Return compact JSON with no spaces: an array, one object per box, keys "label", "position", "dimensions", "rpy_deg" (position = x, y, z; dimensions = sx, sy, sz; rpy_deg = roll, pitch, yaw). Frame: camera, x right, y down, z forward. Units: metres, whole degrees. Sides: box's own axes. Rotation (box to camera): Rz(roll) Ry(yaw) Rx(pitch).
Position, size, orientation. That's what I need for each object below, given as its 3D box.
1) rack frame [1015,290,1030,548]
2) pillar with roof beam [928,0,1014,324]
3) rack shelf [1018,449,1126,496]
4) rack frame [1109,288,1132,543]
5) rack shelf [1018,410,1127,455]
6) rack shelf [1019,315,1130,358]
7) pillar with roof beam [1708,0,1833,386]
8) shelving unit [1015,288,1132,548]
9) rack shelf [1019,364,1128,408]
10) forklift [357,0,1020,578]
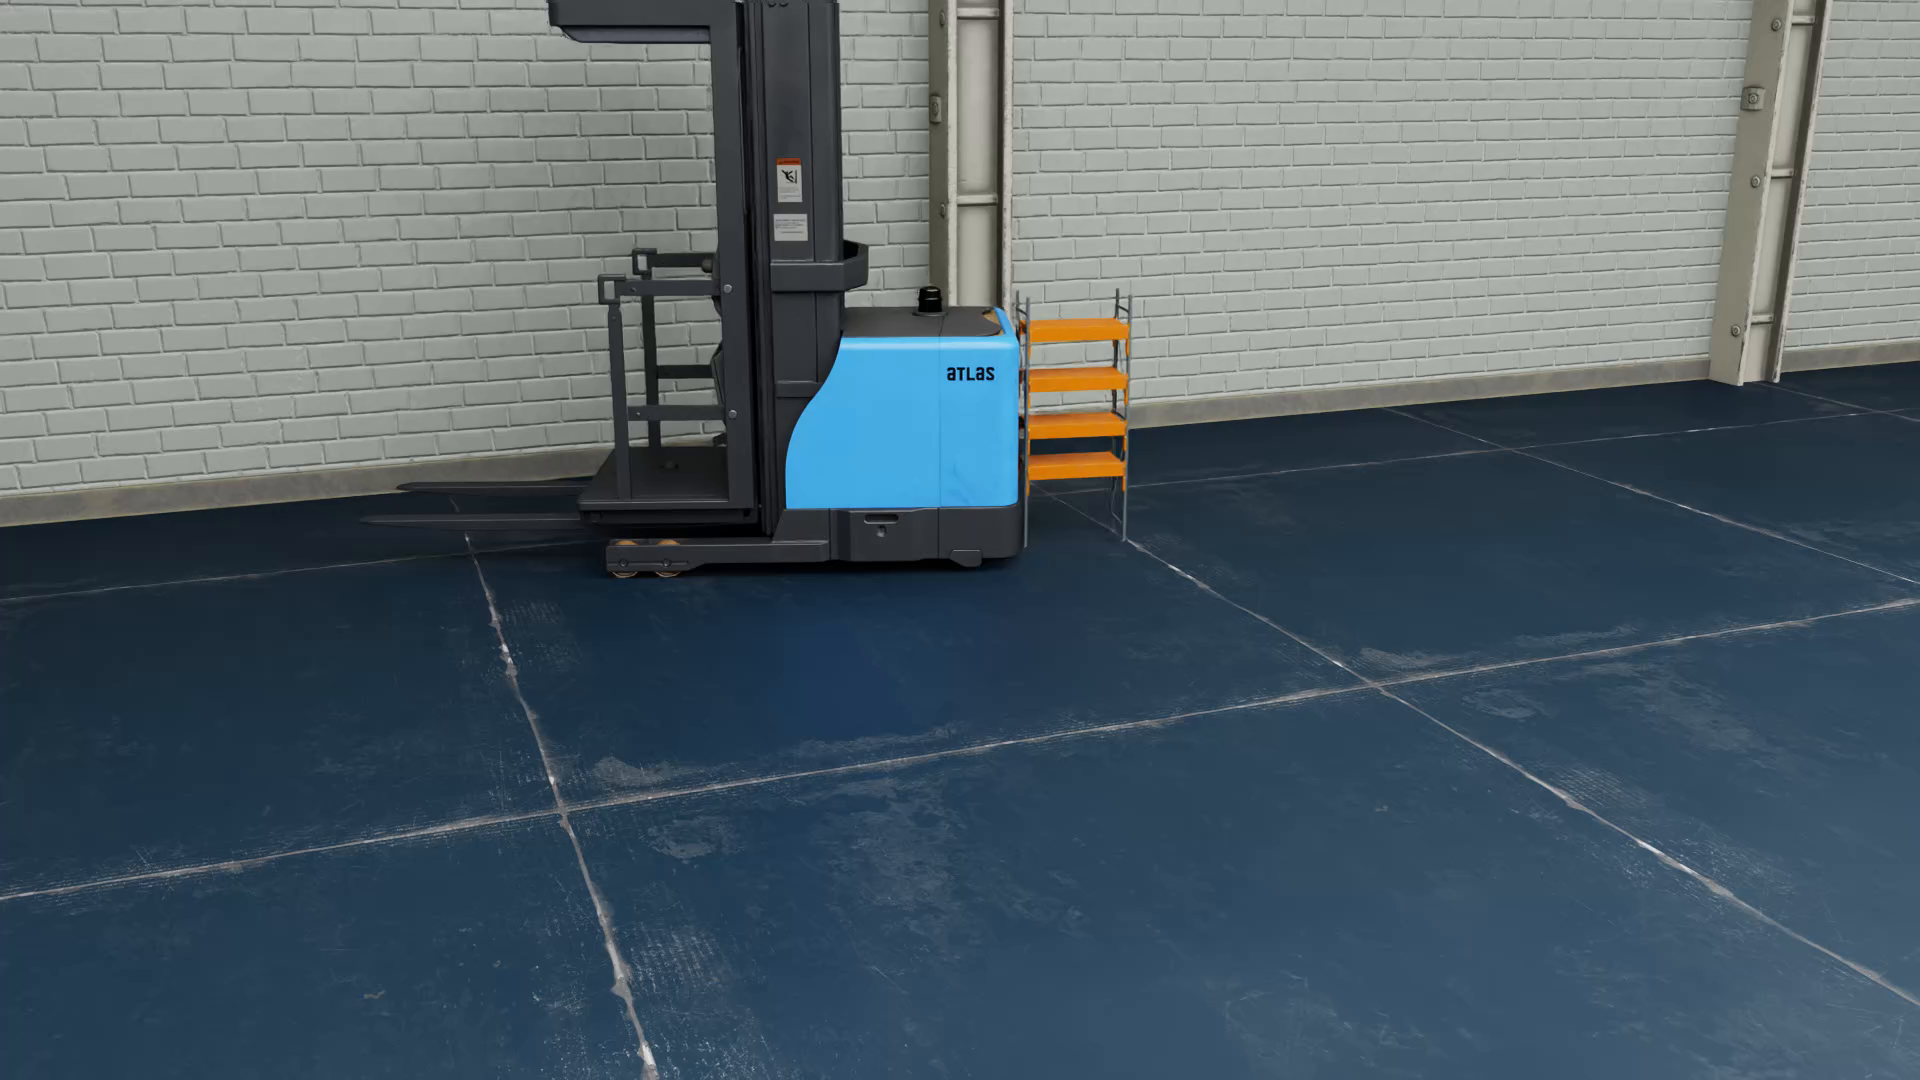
[{"label":"rack frame","position":[0.292,-0.570,7.911],"dimensions":[0.015,1.200,0.240],"rpy_deg":[-3,17,-10]},{"label":"pillar with roof beam","position":[1.602,-3.739,4.859],"dimensions":[0.400,9.000,9.100],"rpy_deg":[-6,17,-20]},{"label":"rack shelf","position":[0.532,-0.328,8.029],"dimensions":[0.480,0.148,0.258],"rpy_deg":[-3,17,-10]},{"label":"rack frame","position":[0.772,-0.596,7.998],"dimensions":[0.015,1.200,0.240],"rpy_deg":[-3,17,-10]},{"label":"rack shelf","position":[0.532,-0.518,7.973],"dimensions":[0.480,0.148,0.258],"rpy_deg":[-3,17,-10]},{"label":"rack shelf","position":[0.532,-0.960,7.843],"dimensions":[0.480,0.148,0.258],"rpy_deg":[-3,17,-10]},{"label":"pillar with roof beam","position":[7.205,-4.344,6.919],"dimensions":[0.400,9.000,9.100],"rpy_deg":[-6,17,-20]},{"label":"shelving unit","position":[0.532,-0.583,7.954],"dimensions":[0.503,1.200,0.258],"rpy_deg":[-3,17,-10]},{"label":"rack shelf","position":[0.532,-0.733,7.910],"dimensions":[0.480,0.148,0.258],"rpy_deg":[-3,17,-10]},{"label":"forklift","position":[-1.254,-1.387,7.620],"dimensions":[3.031,2.935,1.130],"rpy_deg":[-1,16,-2]}]
